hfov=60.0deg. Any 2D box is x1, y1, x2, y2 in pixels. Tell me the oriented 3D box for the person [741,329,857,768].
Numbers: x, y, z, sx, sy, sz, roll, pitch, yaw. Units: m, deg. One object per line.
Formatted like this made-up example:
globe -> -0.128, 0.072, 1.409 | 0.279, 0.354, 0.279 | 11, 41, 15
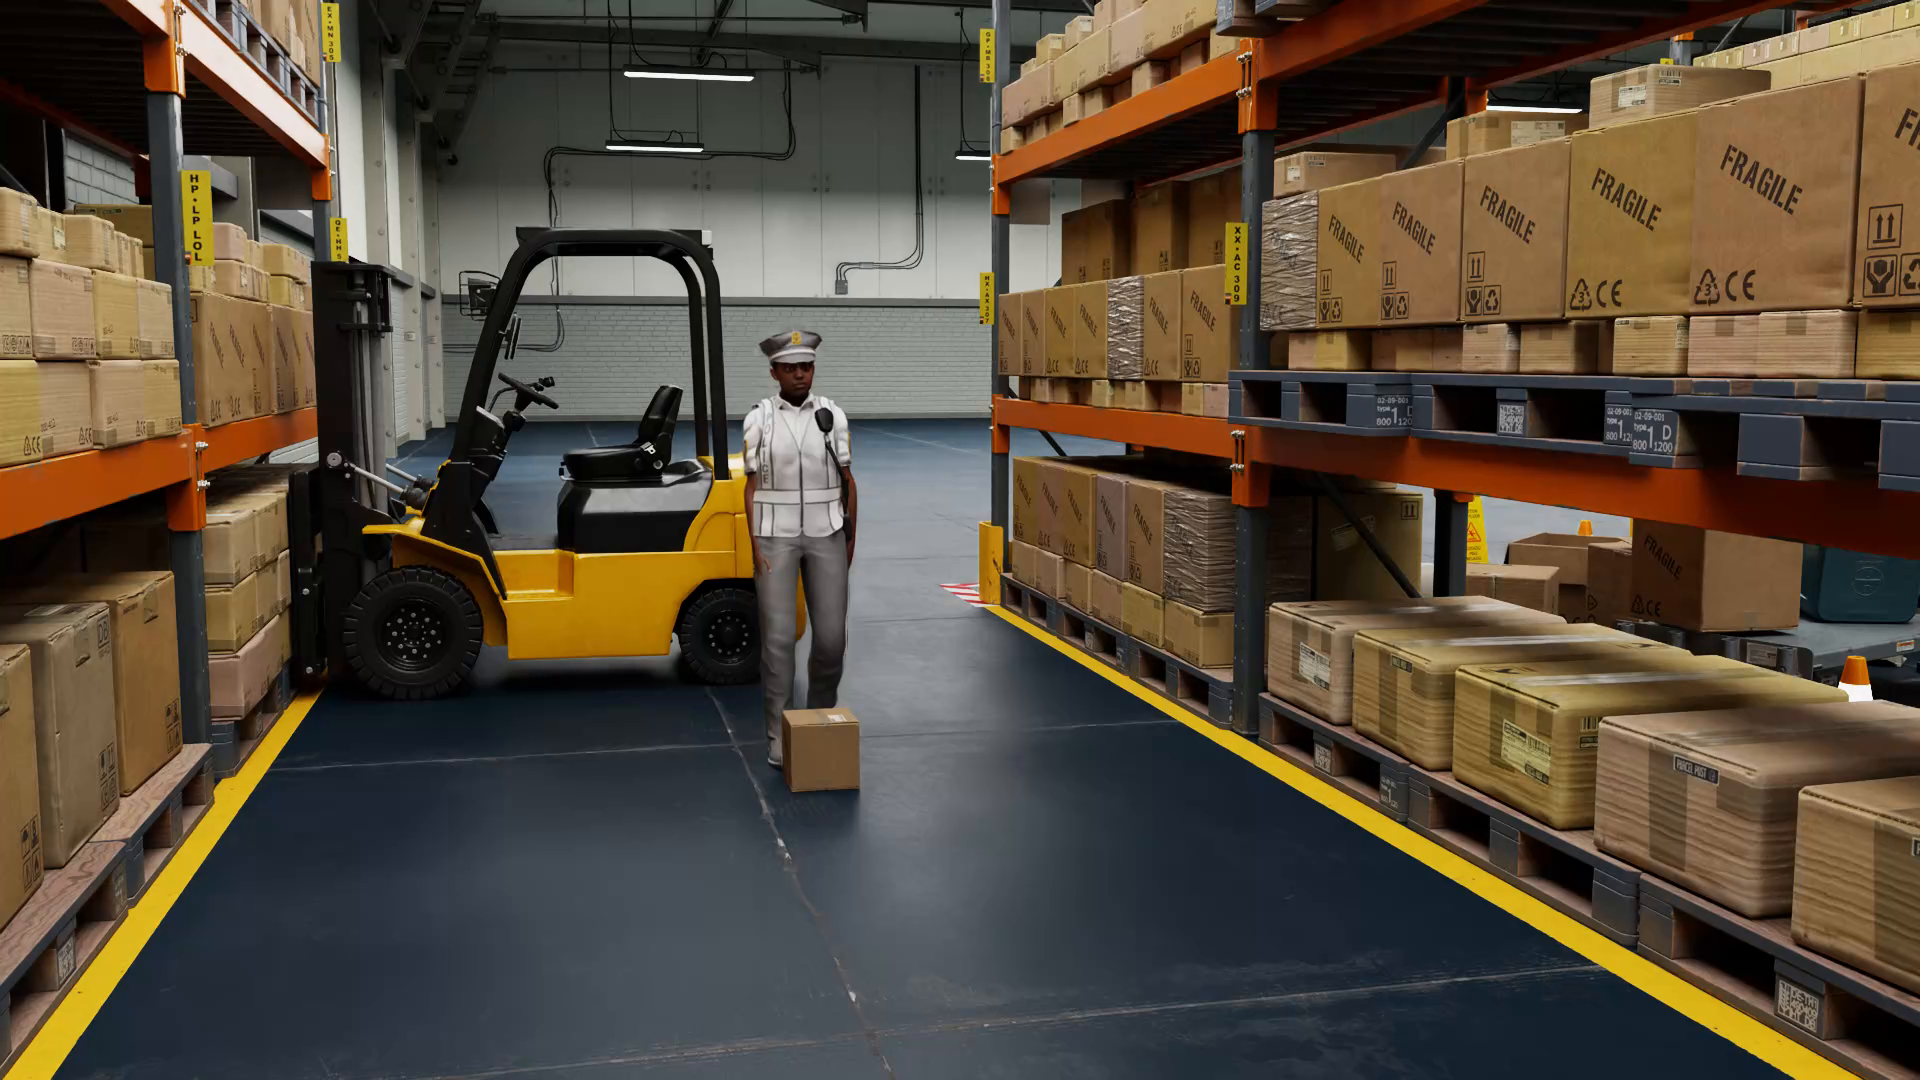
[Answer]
person -> -0.614, 0.066, 6.491 | 0.448, 1.766, 0.482 | -1, 6, -12
